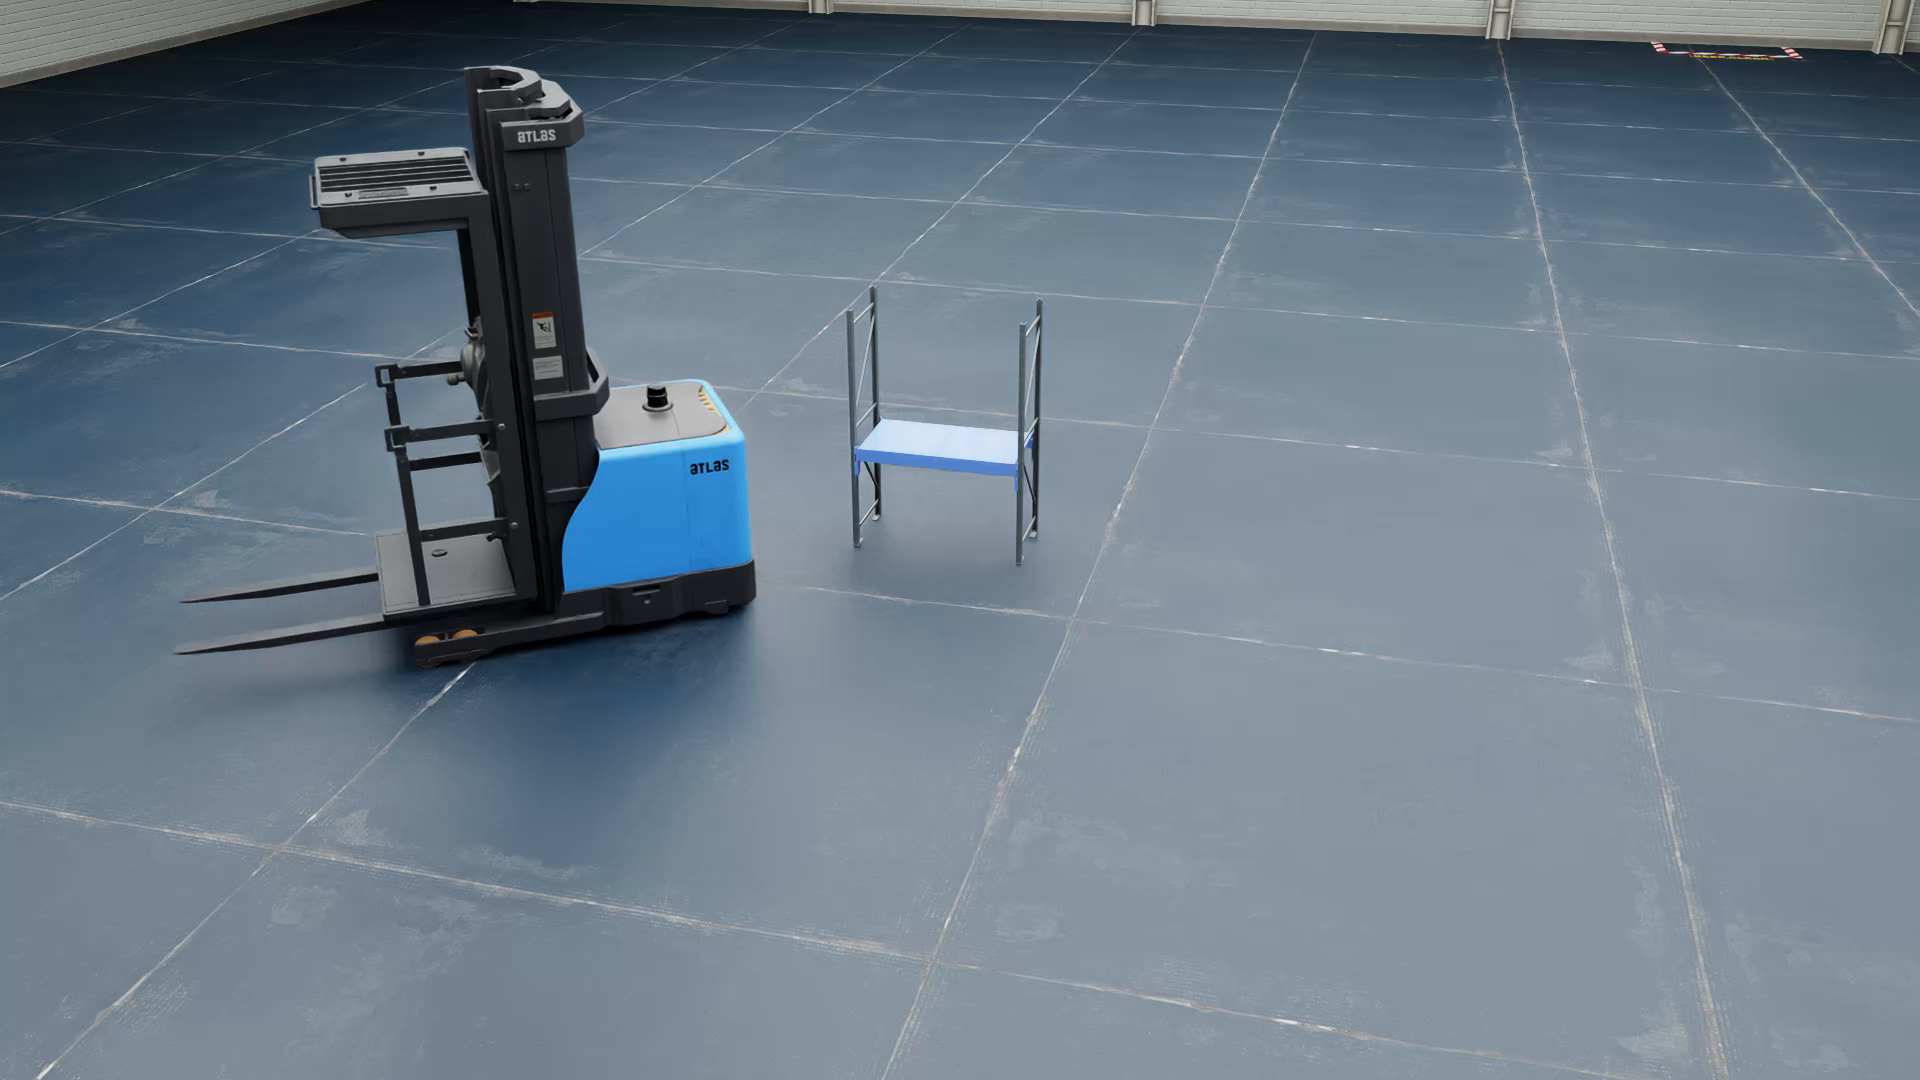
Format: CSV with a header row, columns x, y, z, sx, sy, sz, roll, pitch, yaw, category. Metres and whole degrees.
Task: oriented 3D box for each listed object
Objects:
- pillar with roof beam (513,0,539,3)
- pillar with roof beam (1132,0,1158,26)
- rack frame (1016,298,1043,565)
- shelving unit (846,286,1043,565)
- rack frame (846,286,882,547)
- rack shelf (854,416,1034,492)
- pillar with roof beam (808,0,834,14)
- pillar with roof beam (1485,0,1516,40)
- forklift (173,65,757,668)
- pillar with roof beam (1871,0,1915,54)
x,y,z,sx,sy,sz,roll,pitch,yaw,category
-9.441,-12.668,26.389,0.400,9.000,9.100,6,26,13,pillar with roof beam
2.181,-11.383,23.691,0.400,9.000,9.100,6,26,13,pillar with roof beam
0.410,-0.632,9.832,0.032,1.500,0.500,6,26,13,rack frame
-0.083,-0.686,9.947,1.048,1.500,0.538,6,26,13,shelving unit
-0.575,-0.741,10.061,0.032,1.500,0.500,6,26,13,rack frame
-0.083,-0.524,10.024,1.000,0.185,0.538,6,26,13,rack shelf
-3.630,-12.025,25.040,0.400,9.000,9.100,6,26,13,pillar with roof beam
7.992,-10.741,22.342,0.400,9.000,9.100,6,26,13,pillar with roof beam
-2.726,-0.901,8.733,3.031,2.935,1.130,-9,27,-18,forklift
13.803,-10.098,20.993,0.400,9.000,9.100,6,26,13,pillar with roof beam
